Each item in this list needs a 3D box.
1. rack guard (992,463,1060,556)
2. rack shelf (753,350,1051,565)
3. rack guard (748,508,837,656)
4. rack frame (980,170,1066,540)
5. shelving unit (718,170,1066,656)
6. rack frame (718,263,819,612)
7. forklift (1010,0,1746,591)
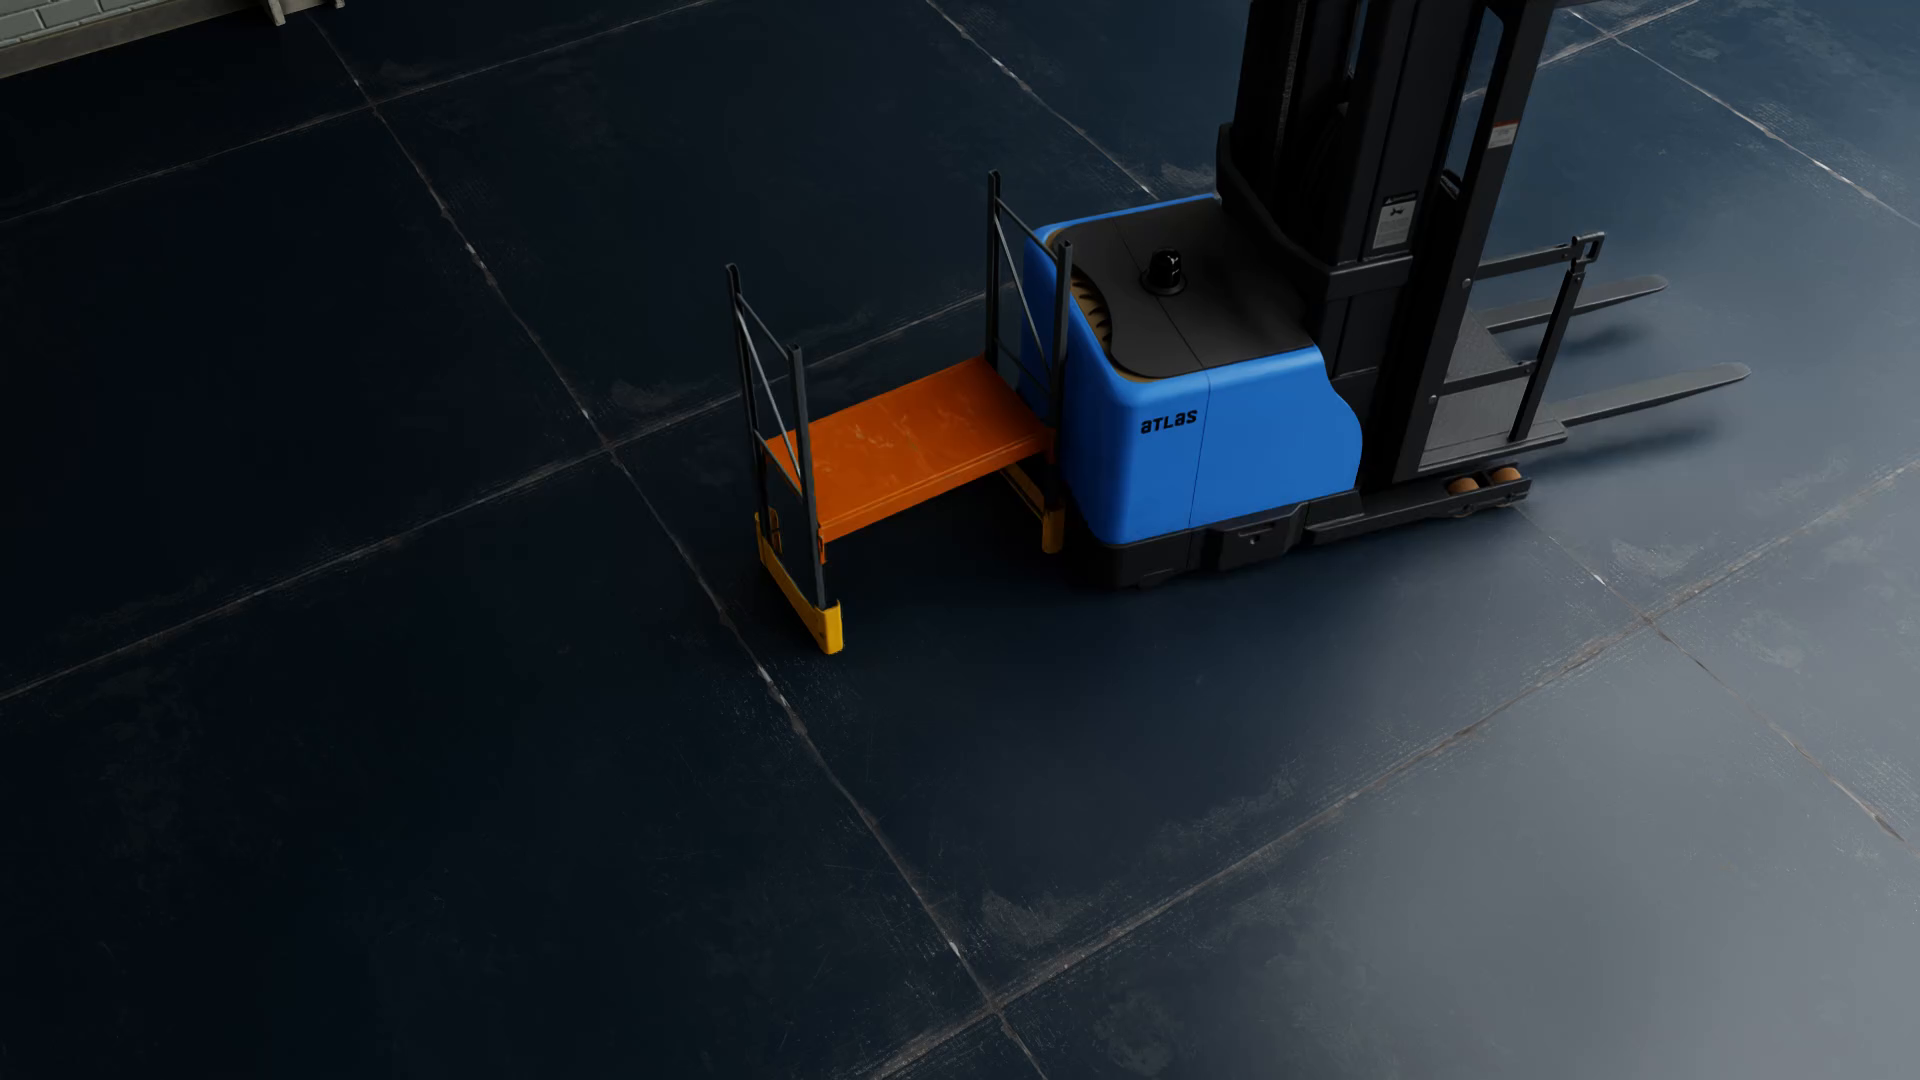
[{"bbox_3d":[0.214,-0.219,6.723,0.087,0.250,0.587,-24,52,-20],"label":"rack guard"},{"bbox_3d":[-0.223,-0.324,6.220,1.000,0.185,0.538,-24,52,-20],"label":"rack shelf"},{"bbox_3d":[-0.645,0.156,6.389,0.087,0.250,0.587,-24,52,-20],"label":"rack guard"},{"bbox_3d":[0.215,-0.635,6.257,0.032,1.500,0.500,-24,52,-20],"label":"rack frame"},{"bbox_3d":[-0.216,-0.447,6.089,1.083,1.500,0.587,-24,52,-20],"label":"shelving unit"},{"bbox_3d":[-0.662,-0.252,5.915,0.032,1.500,0.500,-24,52,-20],"label":"rack frame"},{"bbox_3d":[1.781,-1.426,6.003,3.031,2.935,1.130,-13,50,-12],"label":"forklift"}]
